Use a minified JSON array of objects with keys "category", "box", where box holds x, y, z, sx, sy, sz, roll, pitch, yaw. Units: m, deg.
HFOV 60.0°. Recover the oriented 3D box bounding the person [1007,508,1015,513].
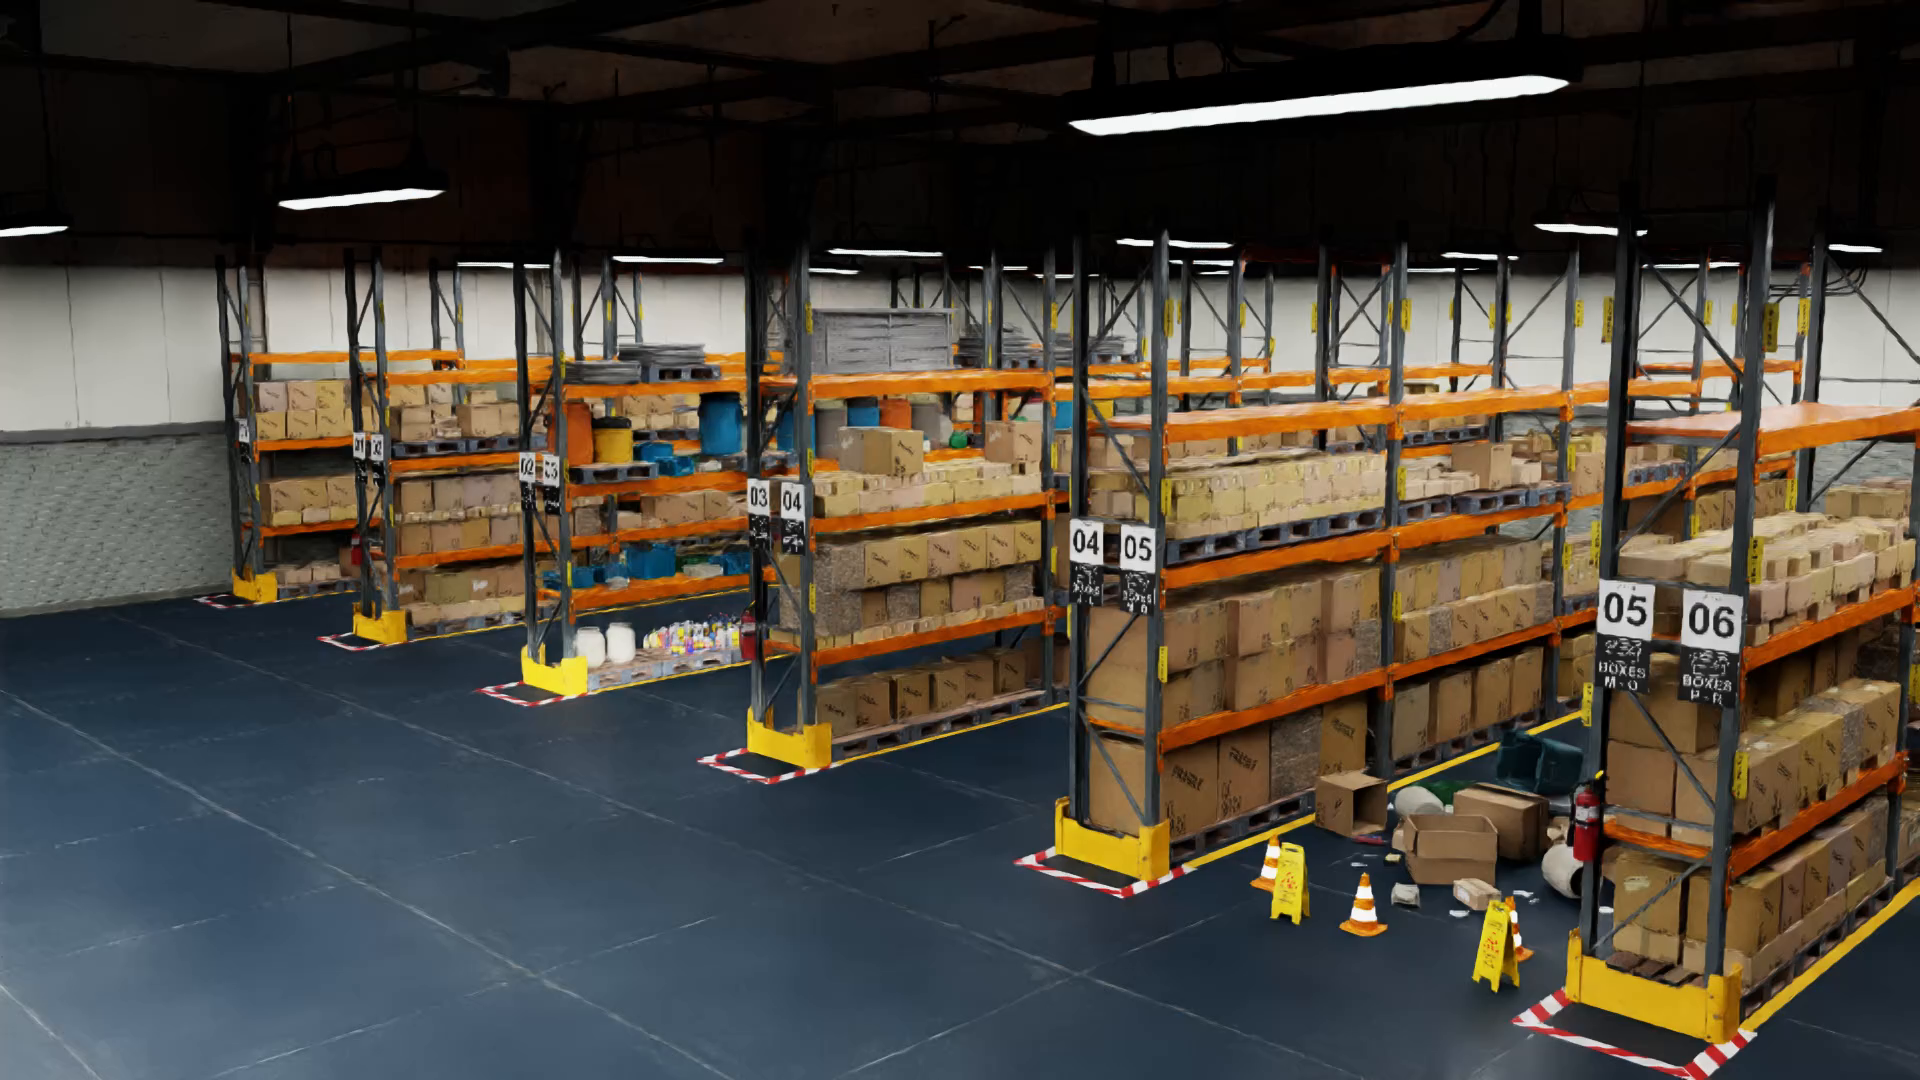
[{"category":"person","box":[1.084,-0.120,31.330,0.543,1.700,1.119,7,11,42]}]
